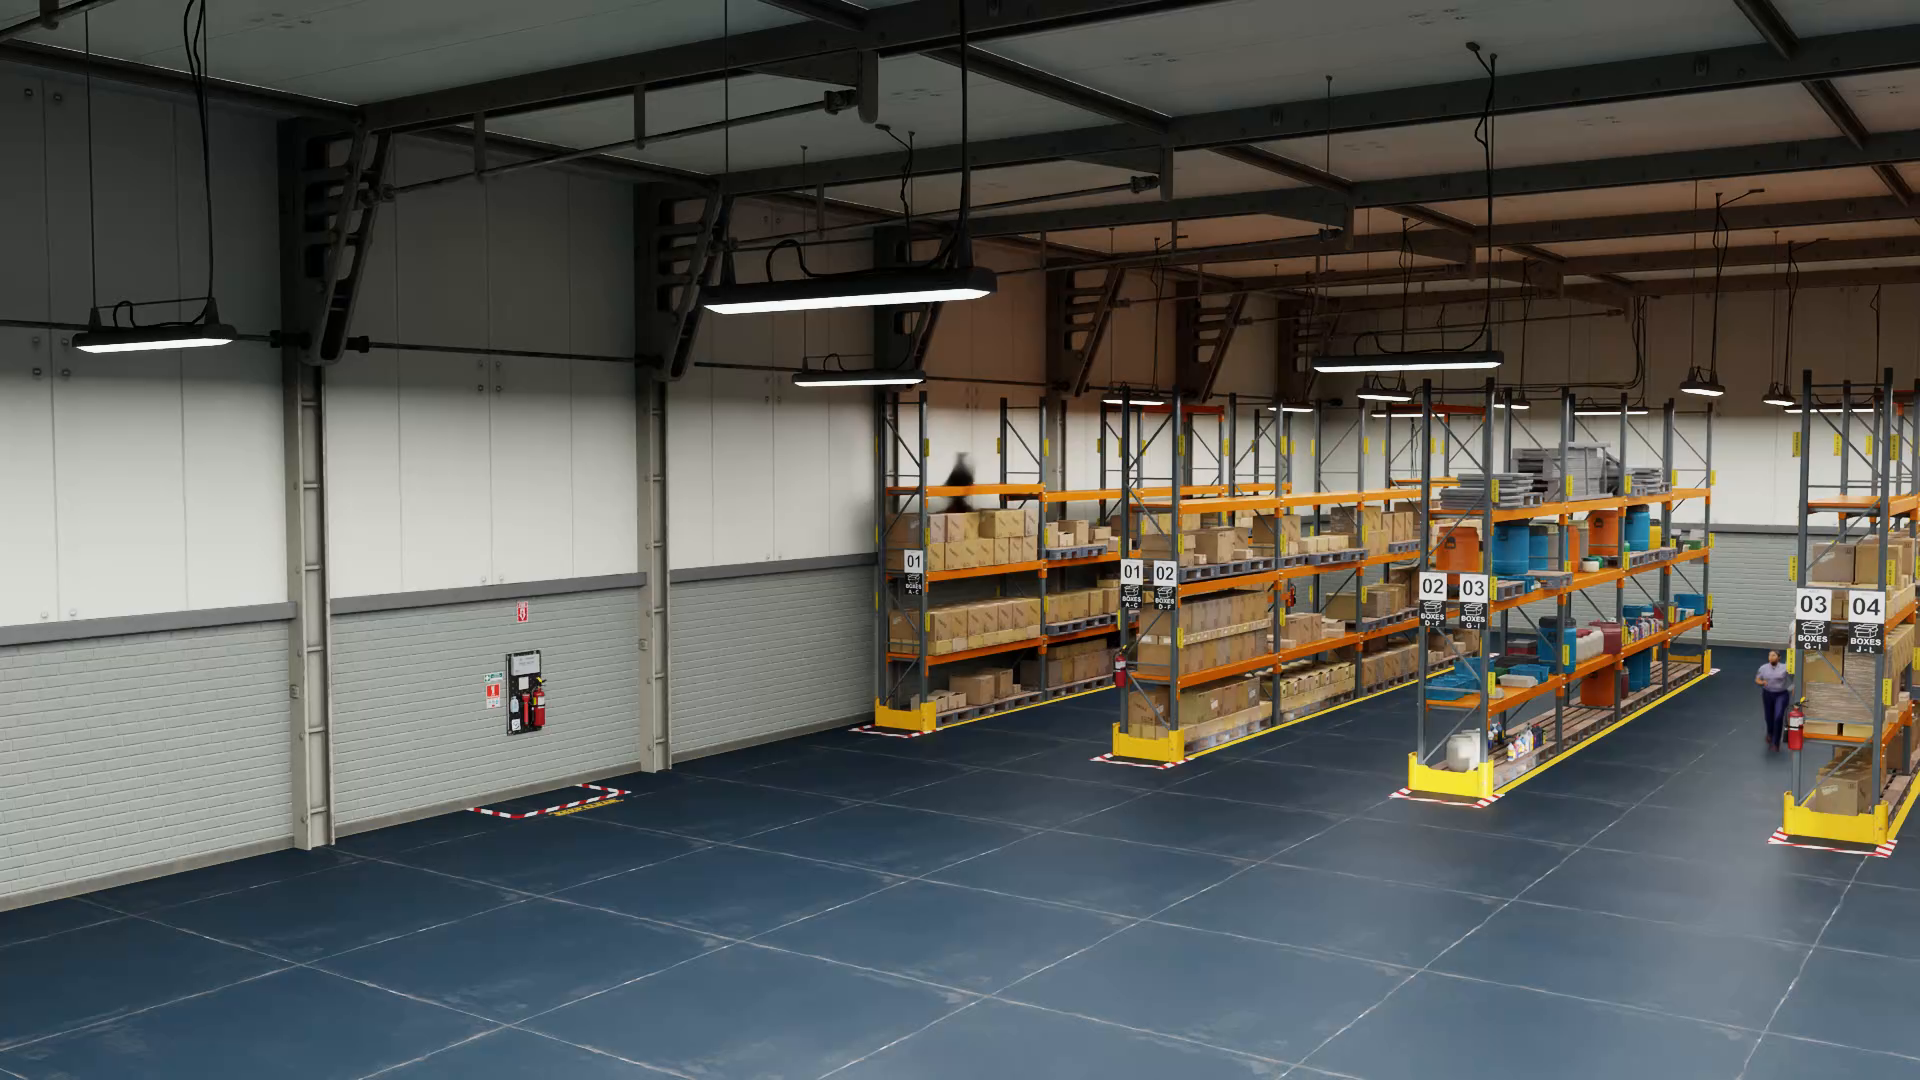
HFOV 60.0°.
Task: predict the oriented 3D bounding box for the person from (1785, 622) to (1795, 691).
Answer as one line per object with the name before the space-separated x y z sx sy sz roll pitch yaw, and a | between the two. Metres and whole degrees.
person | 17.026 2.267 33.631 0.736 1.705 0.694 -3 4 -41

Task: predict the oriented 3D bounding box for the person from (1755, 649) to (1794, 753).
person | 13.568 2.654 27.630 0.622 1.690 0.901 3 4 39
